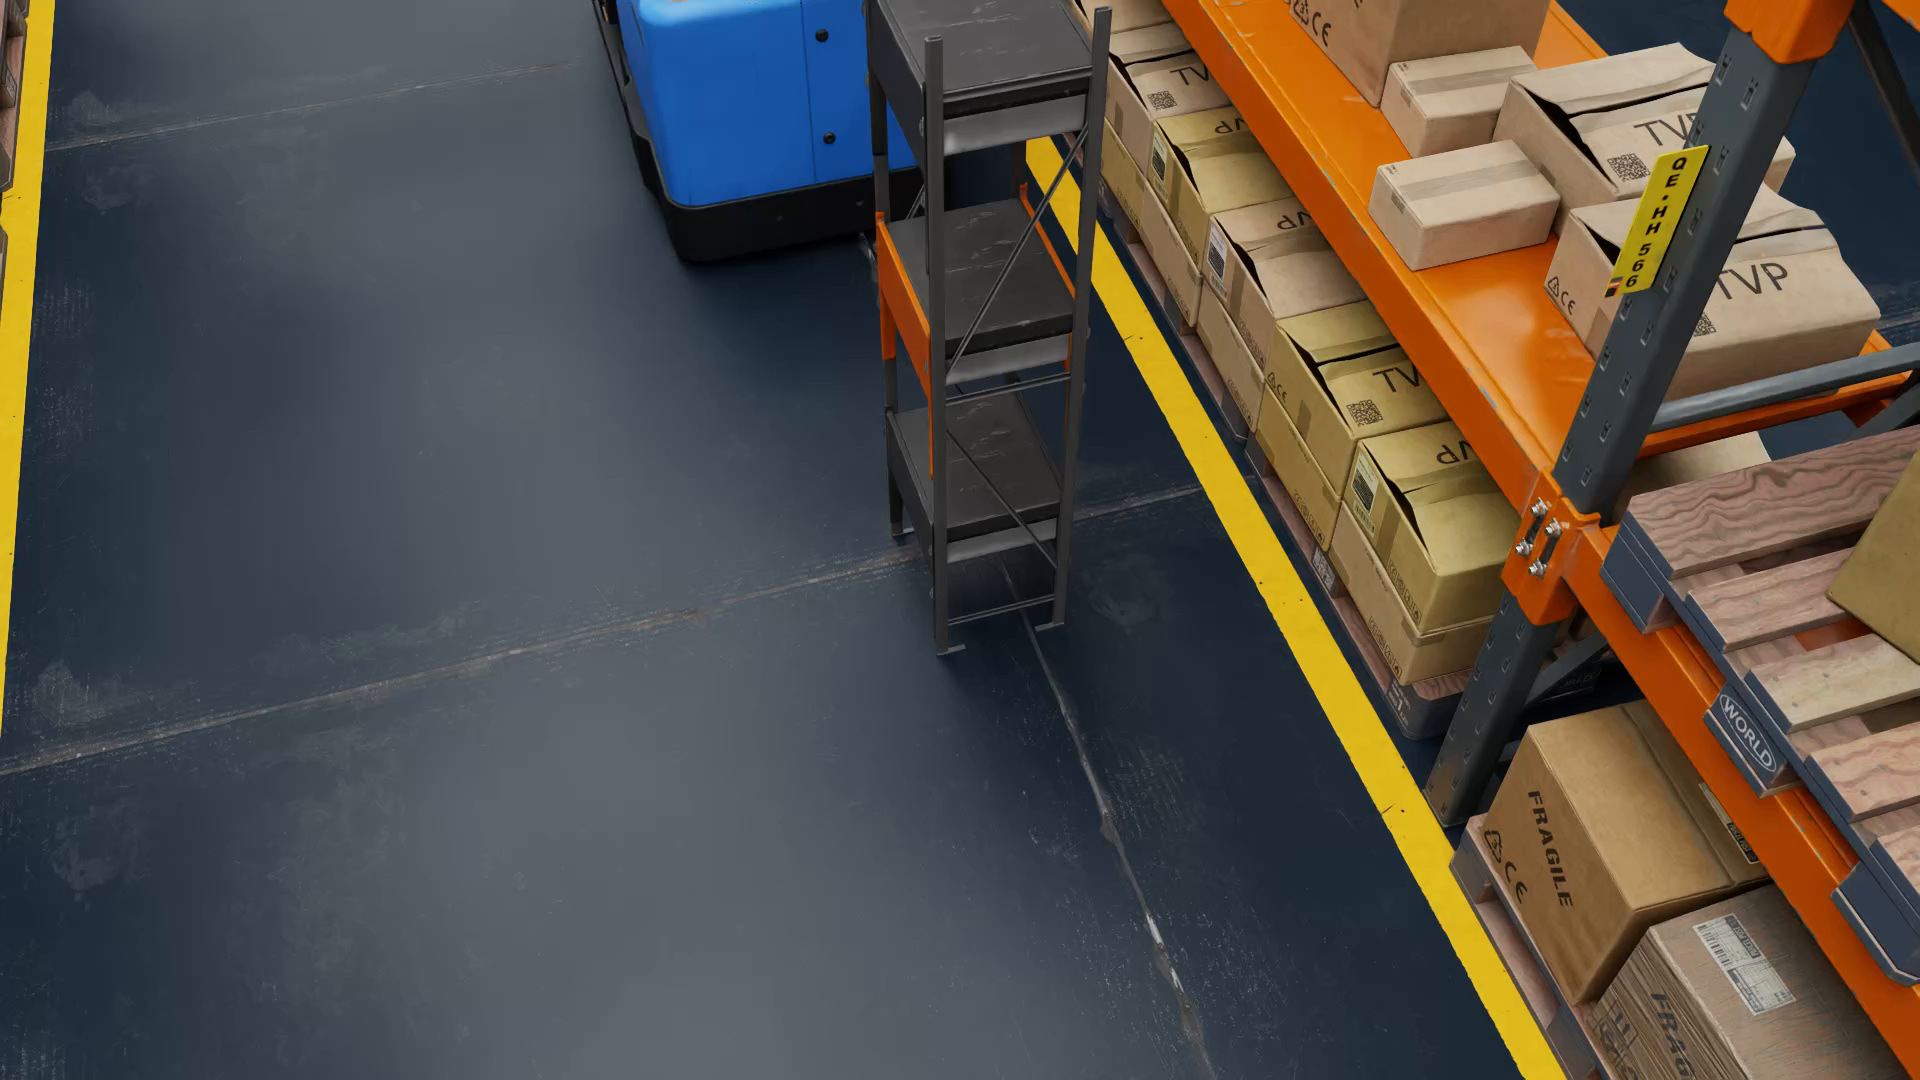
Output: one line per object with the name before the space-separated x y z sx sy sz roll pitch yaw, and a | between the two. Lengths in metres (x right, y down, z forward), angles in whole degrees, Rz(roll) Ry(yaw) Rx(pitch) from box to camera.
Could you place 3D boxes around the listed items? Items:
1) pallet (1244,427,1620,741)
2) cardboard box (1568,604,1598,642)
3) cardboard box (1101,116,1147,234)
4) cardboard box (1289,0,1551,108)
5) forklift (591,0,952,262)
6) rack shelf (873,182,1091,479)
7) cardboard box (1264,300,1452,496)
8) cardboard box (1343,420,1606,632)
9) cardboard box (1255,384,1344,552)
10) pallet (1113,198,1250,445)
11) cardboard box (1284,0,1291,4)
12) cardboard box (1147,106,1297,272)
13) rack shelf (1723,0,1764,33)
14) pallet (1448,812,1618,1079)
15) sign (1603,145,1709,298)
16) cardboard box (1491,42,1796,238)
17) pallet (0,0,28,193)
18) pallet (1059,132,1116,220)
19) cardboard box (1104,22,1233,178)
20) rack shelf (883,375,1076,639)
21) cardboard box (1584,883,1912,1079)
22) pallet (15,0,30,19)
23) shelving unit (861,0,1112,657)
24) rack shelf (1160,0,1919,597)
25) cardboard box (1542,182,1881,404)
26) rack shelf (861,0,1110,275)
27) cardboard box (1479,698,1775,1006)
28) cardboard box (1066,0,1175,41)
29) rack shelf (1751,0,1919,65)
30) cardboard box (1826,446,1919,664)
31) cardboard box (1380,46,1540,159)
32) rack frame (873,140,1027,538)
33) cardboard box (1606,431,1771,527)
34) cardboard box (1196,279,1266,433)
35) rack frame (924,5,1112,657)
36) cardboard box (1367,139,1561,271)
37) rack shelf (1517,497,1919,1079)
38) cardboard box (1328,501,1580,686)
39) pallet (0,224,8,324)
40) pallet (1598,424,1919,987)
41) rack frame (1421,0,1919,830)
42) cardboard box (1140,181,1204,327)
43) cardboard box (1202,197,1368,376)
pallet | 1.581 -0.038 5.144 1.003 0.211 1.213 -13 51 -11
cardboard box | 1.913 -0.025 4.833 0.500 0.250 0.500 -13 51 -11
cardboard box | 0.792 -1.395 5.988 0.500 0.250 0.500 -15 51 -12
cardboard box | 1.275 -1.581 4.555 0.500 0.500 0.500 -16 52 -13
forklift | -0.949 -3.106 5.952 1.130 2.935 3.031 -13 51 -11
rack shelf | 0.049 -0.547 4.356 0.431 0.518 0.480 -13 51 -11
cardboard box | 1.237 -0.462 4.834 0.500 0.311 0.500 -14 51 -12
cardboard box | 1.397 -0.083 4.515 0.500 0.311 0.500 -12 51 -10
cardboard box | 1.243 -0.281 5.048 0.500 0.250 0.500 -14 51 -11
pallet | 1.224 -0.928 5.894 1.003 0.211 1.213 -13 51 -11
cardboard box | 1.120 -1.965 4.879 0.500 0.500 0.500 -13 51 -11
cardboard box | 0.944 -1.197 5.454 0.500 0.311 0.500 -12 51 -10
rack shelf | 1.196 -2.522 3.923 1.077 0.370 4.000 -13 51 -11
pallet | 1.972 1.126 4.163 1.003 0.211 1.213 -13 51 -11
sign | 1.258 -0.572 3.013 0.100 0.325 0.005 -13 51 -11
cardboard box | 1.708 -0.995 4.185 0.500 0.311 0.500 -14 51 -11
pallet | -4.288 -1.732 6.572 1.003 0.211 1.213 -13 51 -11
pallet | 0.859 -1.820 6.646 1.003 0.211 1.213 -13 51 -11
cardboard box | 0.786 -1.575 5.773 0.500 0.311 0.500 -15 51 -12
rack shelf | 0.049 -0.096 4.891 0.431 0.518 0.480 -13 51 -11
cardboard box | 1.809 1.115 3.695 0.500 0.500 0.500 -15 51 -12
pallet | -4.652 -2.625 7.325 1.003 0.211 1.213 -13 51 -11
shelving unit | 0.049 -0.556 4.345 0.431 2.100 0.503 -13 51 -11
rack shelf | 1.196 -1.556 5.070 1.077 0.370 4.000 -13 51 -11
cardboard box | 1.721 -0.574 3.830 0.500 0.311 0.500 -10 51 -9
rack shelf | 0.049 -0.998 3.821 0.431 0.518 0.480 -13 51 -11
cardboard box | 1.649 0.734 4.016 0.500 0.500 0.500 -11 51 -9
cardboard box | 0.631 -1.953 6.092 0.500 0.311 0.500 -14 51 -11
rack shelf | 2.379 0.399 1.460 1.077 0.370 4.000 -13 51 -11
cardboard box | 2.081 -0.060 2.998 0.700 0.500 0.500 -30 56 -23
cardboard box | 1.356 -1.164 4.434 0.380 0.149 0.250 -10 51 -8
rack frame | -0.023 -0.734 4.496 0.400 2.100 0.015 -13 51 -11
cardboard box | 1.913 -0.206 4.618 0.500 0.311 0.500 -12 51 -10
cardboard box | 1.097 -0.649 5.359 0.500 0.250 0.500 -12 51 -10
rack frame | 0.121 -0.378 4.195 0.400 2.100 0.015 -13 51 -11
cardboard box | 1.257 -0.840 4.161 0.380 0.149 0.250 -13 51 -11
rack shelf | 2.379 1.366 2.607 1.077 0.370 4.000 -13 51 -11
cardboard box | 1.398 0.095 4.732 0.500 0.250 0.500 -12 51 -10
pallet | -3.859 -0.667 5.675 1.003 0.211 1.213 -13 51 -11
pallet | 2.055 0.214 3.233 1.213 0.211 1.003 -13 51 -11
rack frame | 1.787 -0.327 3.564 1.000 3.000 0.127 -13 51 -11
cardboard box | 0.942 -1.024 5.675 0.500 0.250 0.500 -12 51 -10
cardboard box | 1.090 -0.831 5.146 0.500 0.311 0.500 -14 51 -11
